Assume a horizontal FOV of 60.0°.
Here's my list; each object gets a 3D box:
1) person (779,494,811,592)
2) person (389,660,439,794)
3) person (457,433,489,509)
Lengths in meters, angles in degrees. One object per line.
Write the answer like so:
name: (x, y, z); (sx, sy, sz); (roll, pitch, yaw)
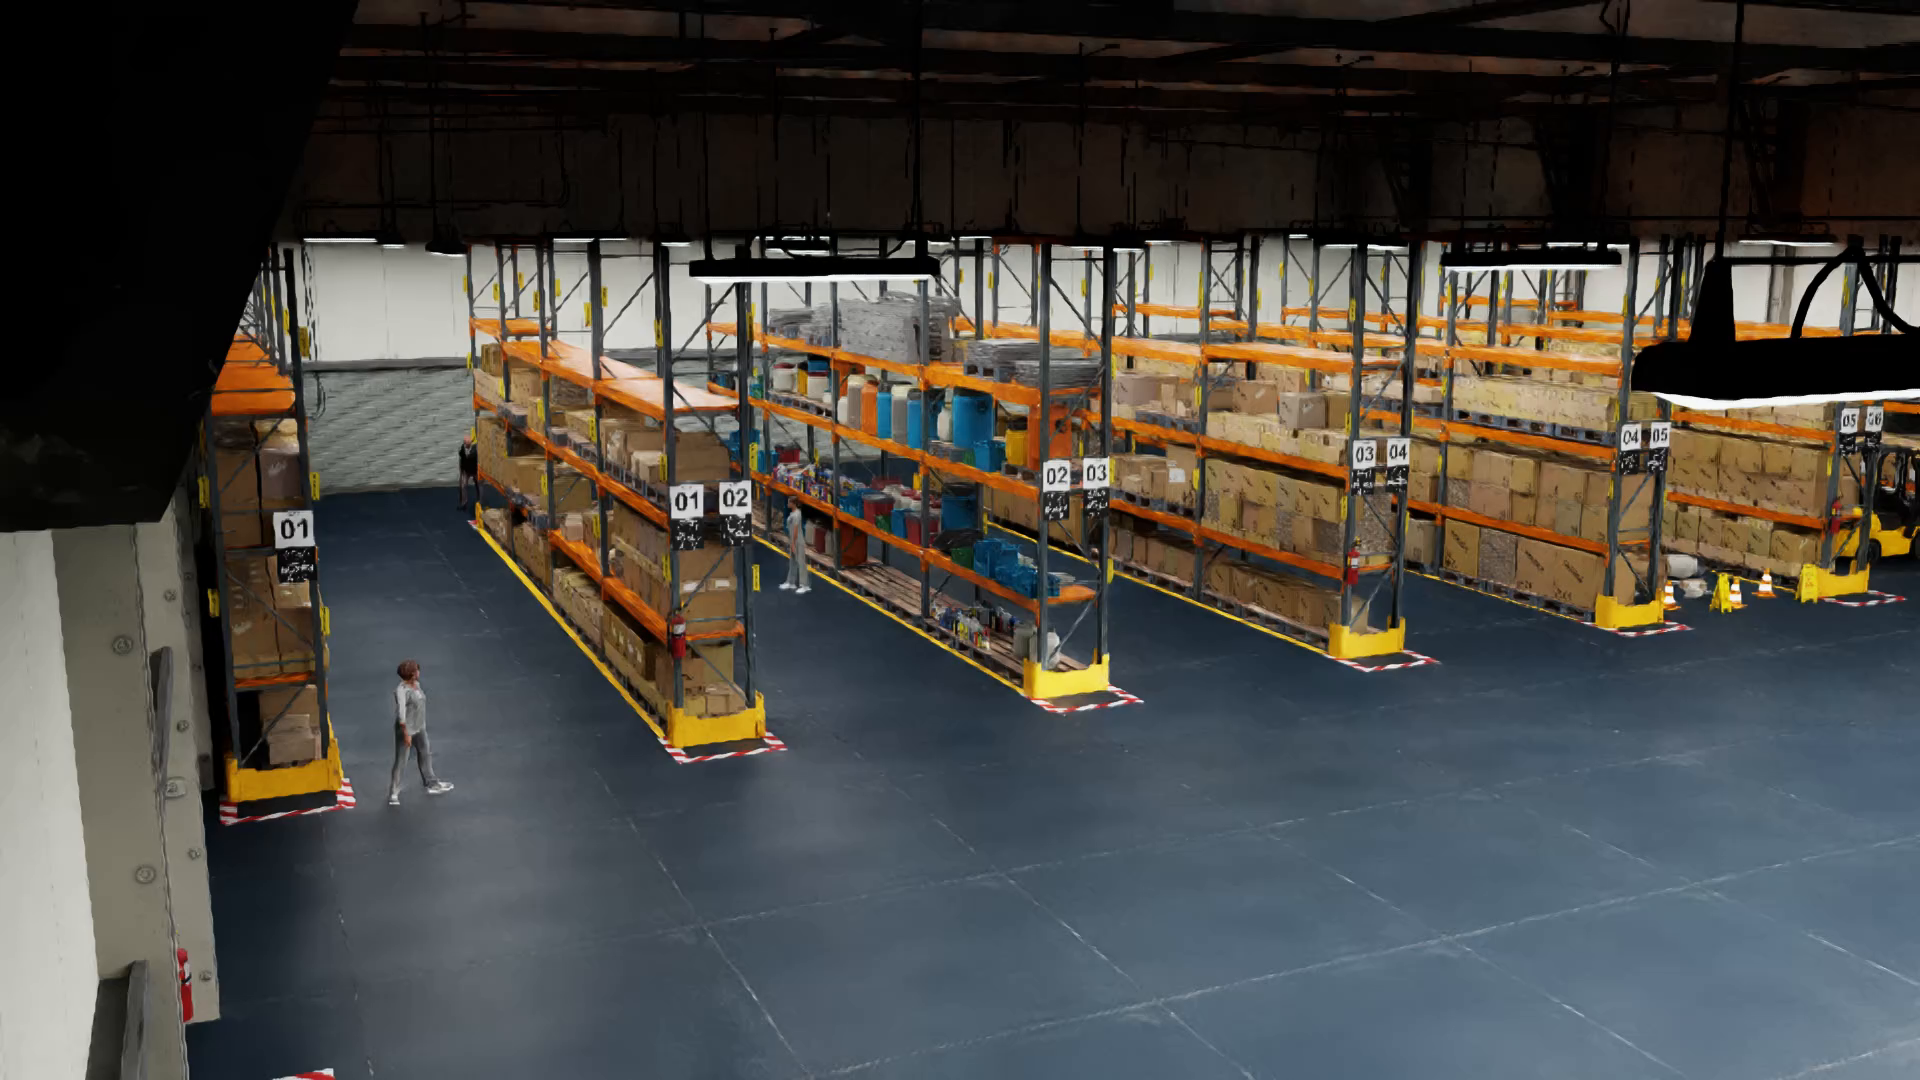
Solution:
person: (-2.841, 0.039, 28.471); (0.545, 1.663, 0.545); (-2, 11, -8)
person: (-6.044, 2.043, 18.226); (0.424, 1.517, 0.502); (2, 11, 13)
person: (-10.784, -1.532, 36.696); (0.576, 1.666, 0.961); (0, 11, -2)
